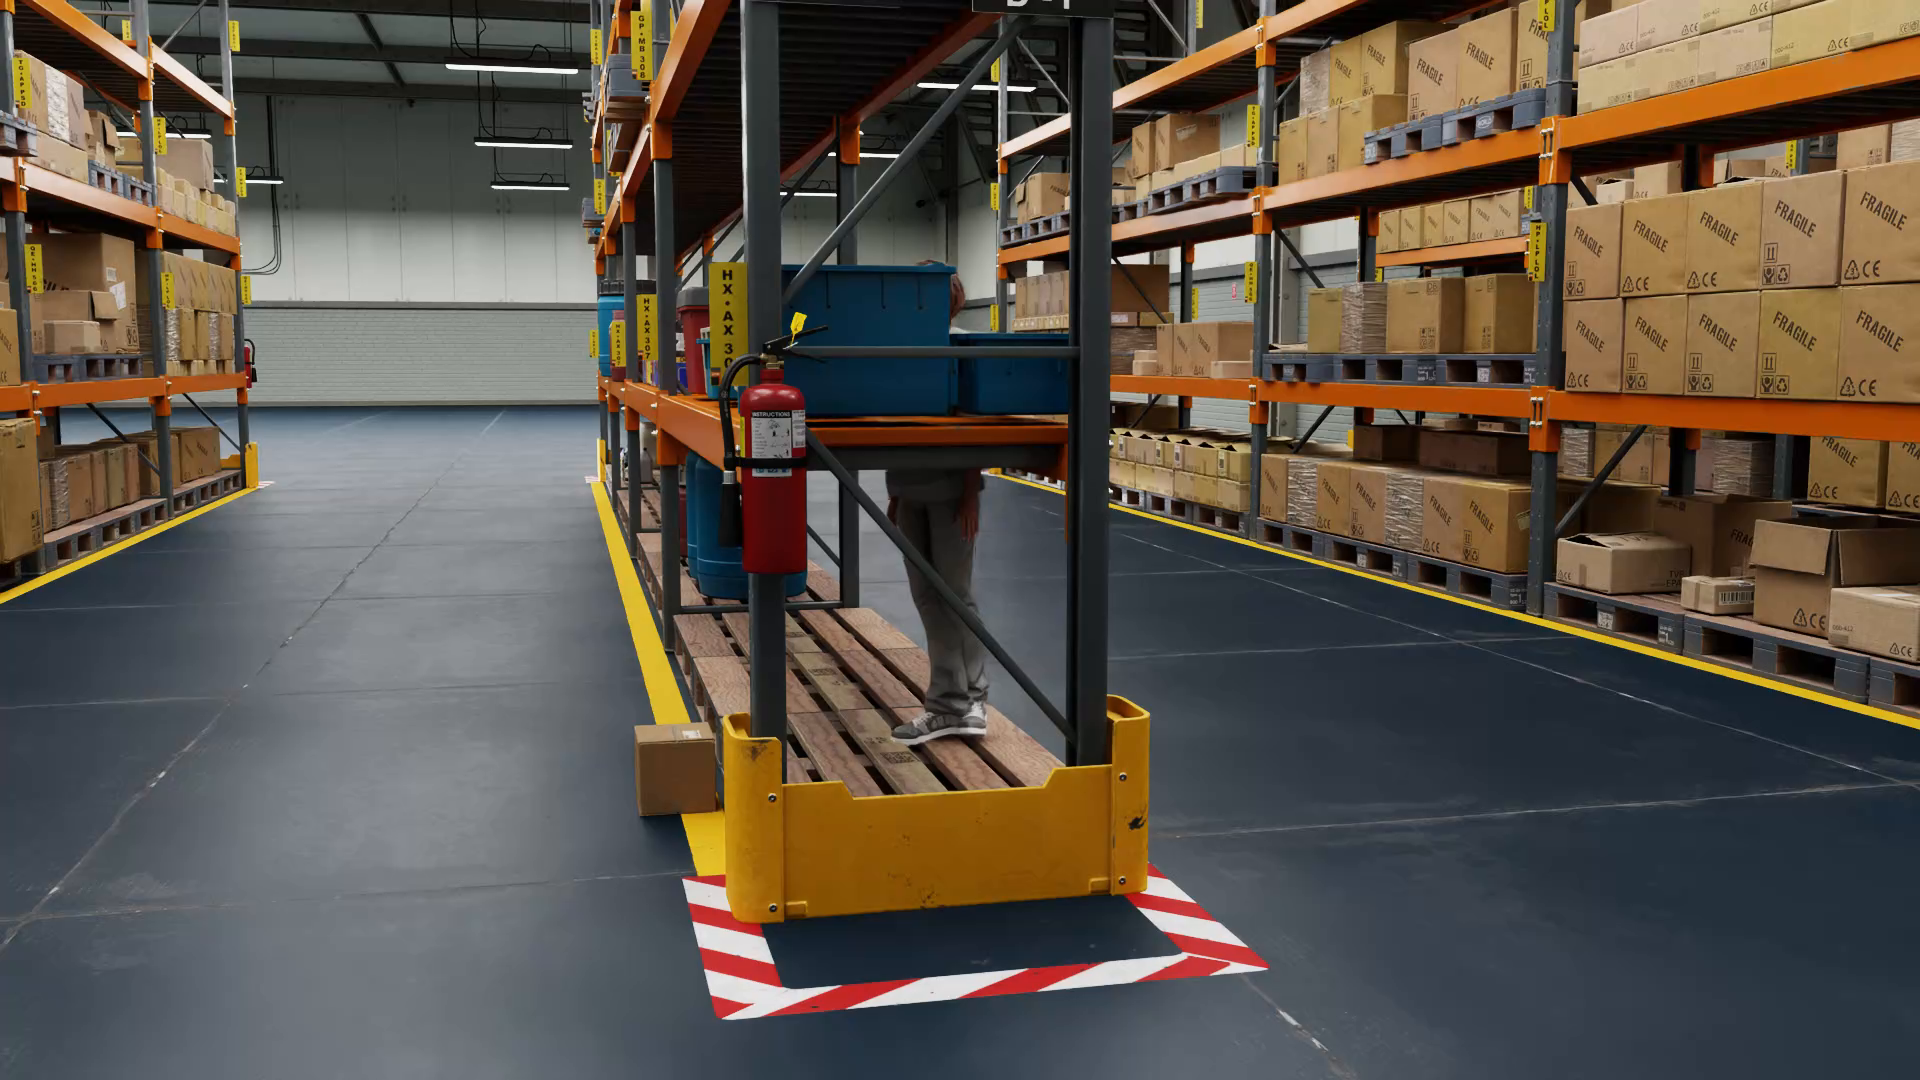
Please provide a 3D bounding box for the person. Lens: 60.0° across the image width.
[{"bbox_3d":[-0.072,-0.126,5.588,0.364,1.619,0.541,-4,8,-33],"label":"person"}]
